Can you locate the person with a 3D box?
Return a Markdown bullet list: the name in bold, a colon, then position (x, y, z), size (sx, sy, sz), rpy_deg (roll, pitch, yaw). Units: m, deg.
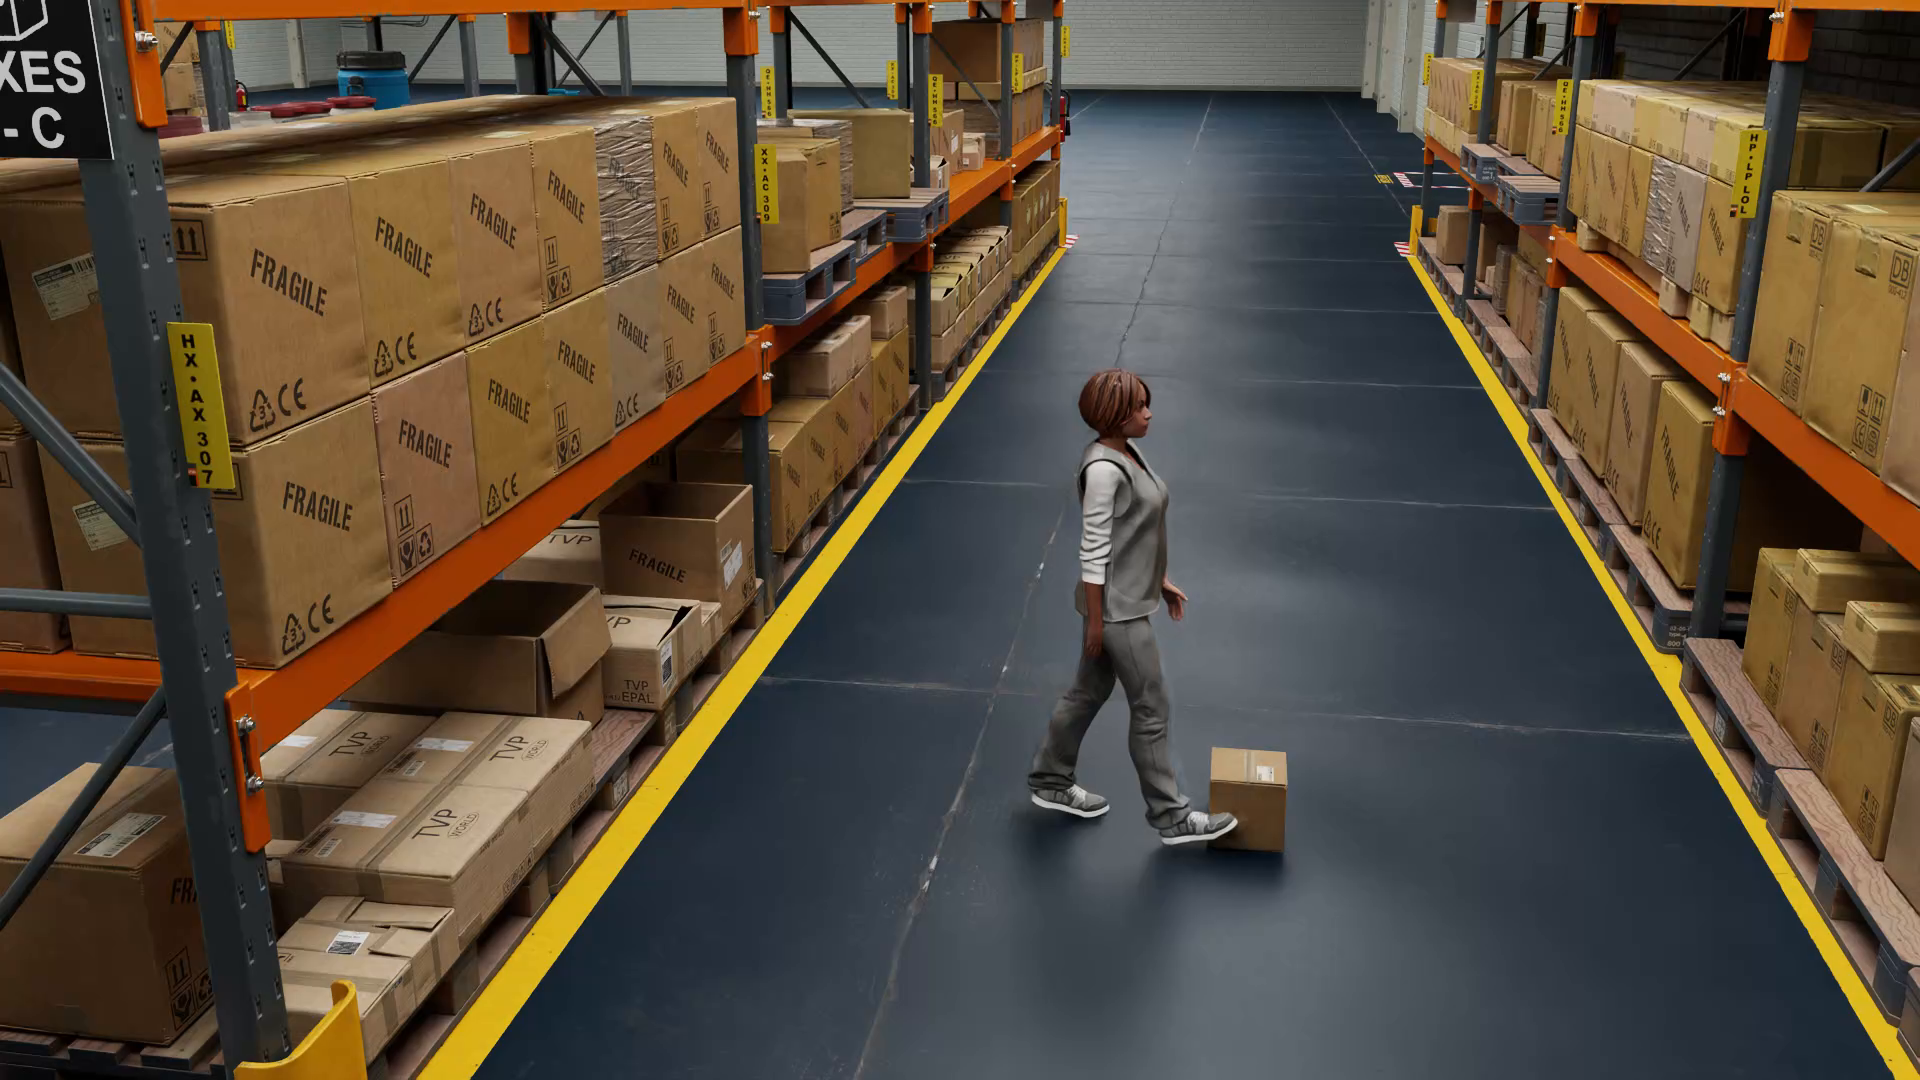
- **person**: position (0.579, 0.216, 5.426), size (0.722, 1.579, 0.415), rpy_deg (3, 18, 9)
